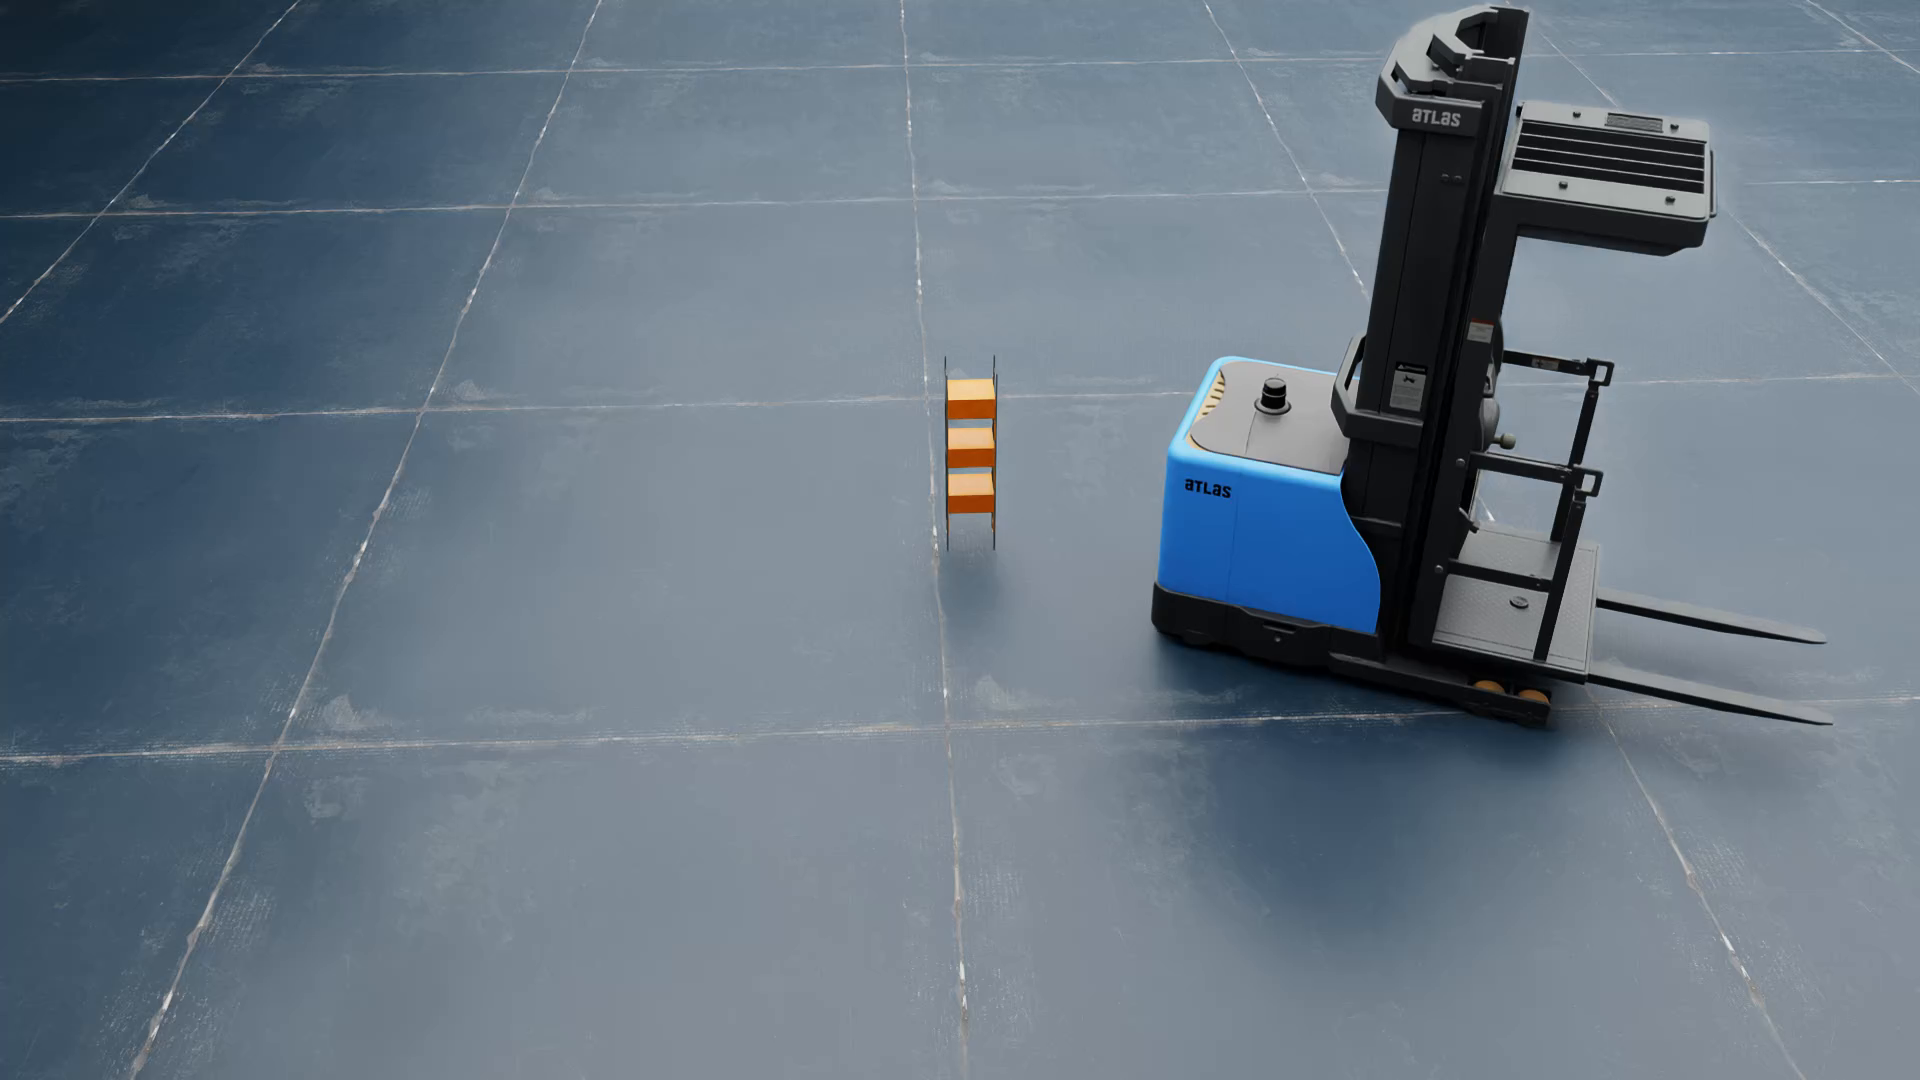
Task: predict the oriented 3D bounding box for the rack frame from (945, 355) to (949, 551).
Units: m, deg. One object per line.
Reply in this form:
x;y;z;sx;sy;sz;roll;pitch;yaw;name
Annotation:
-0.068;-0.430;8.485;0.008;1.050;0.200;-2;35;-2;rack frame

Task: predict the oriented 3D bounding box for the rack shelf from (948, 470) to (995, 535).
0.053;-0.196;8.654;0.240;0.259;0.215;-2;35;-2;rack shelf

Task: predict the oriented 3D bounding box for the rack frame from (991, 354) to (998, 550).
0.175;-0.436;8.494;0.008;1.050;0.200;-2;35;-2;rack frame

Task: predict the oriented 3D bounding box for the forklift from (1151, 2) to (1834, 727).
2.503;-0.700;7.222;3.031;2.935;1.130;12;36;17;forklift

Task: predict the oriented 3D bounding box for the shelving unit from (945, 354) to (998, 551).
0.053;-0.433;8.490;0.252;1.050;0.215;-2;35;-2;shelving unit

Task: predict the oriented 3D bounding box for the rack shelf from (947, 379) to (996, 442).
0.053;-0.658;8.334;0.240;0.259;0.215;-2;35;-2;rack shelf

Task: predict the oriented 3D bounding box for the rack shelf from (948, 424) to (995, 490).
0.053;-0.424;8.496;0.240;0.259;0.215;-2;35;-2;rack shelf
